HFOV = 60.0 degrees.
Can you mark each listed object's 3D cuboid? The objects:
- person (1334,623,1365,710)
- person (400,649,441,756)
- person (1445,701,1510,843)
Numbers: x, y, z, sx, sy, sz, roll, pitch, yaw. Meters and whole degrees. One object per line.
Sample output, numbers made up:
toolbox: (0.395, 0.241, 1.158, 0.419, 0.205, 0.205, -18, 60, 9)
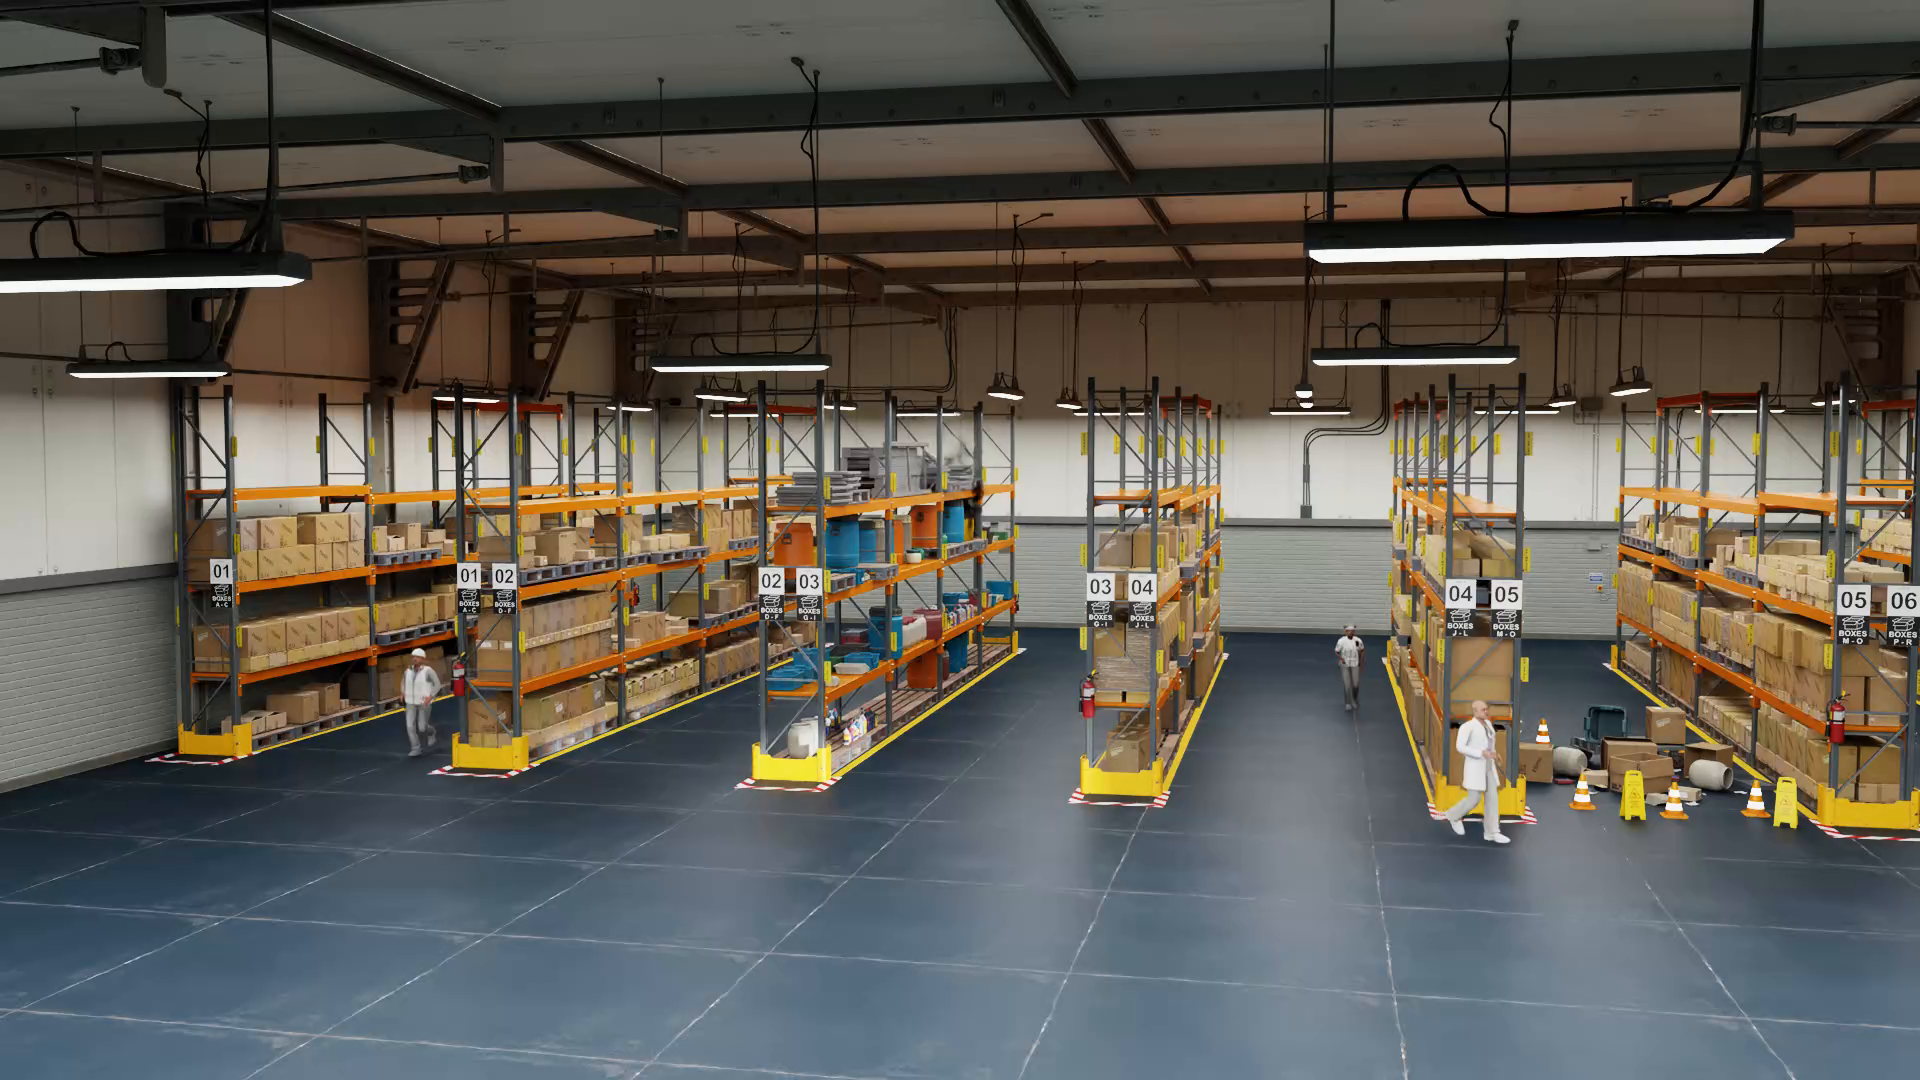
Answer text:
person: (7.388, 2.402, 31.504, 0.584, 1.666, 0.585, 1, 3, 10)
person: (-8.774, 2.623, 27.015, 0.688, 1.732, 0.666, 0, 3, 7)
person: (6.586, 2.918, 21.133, 0.730, 1.763, 0.922, -2, 4, -32)
